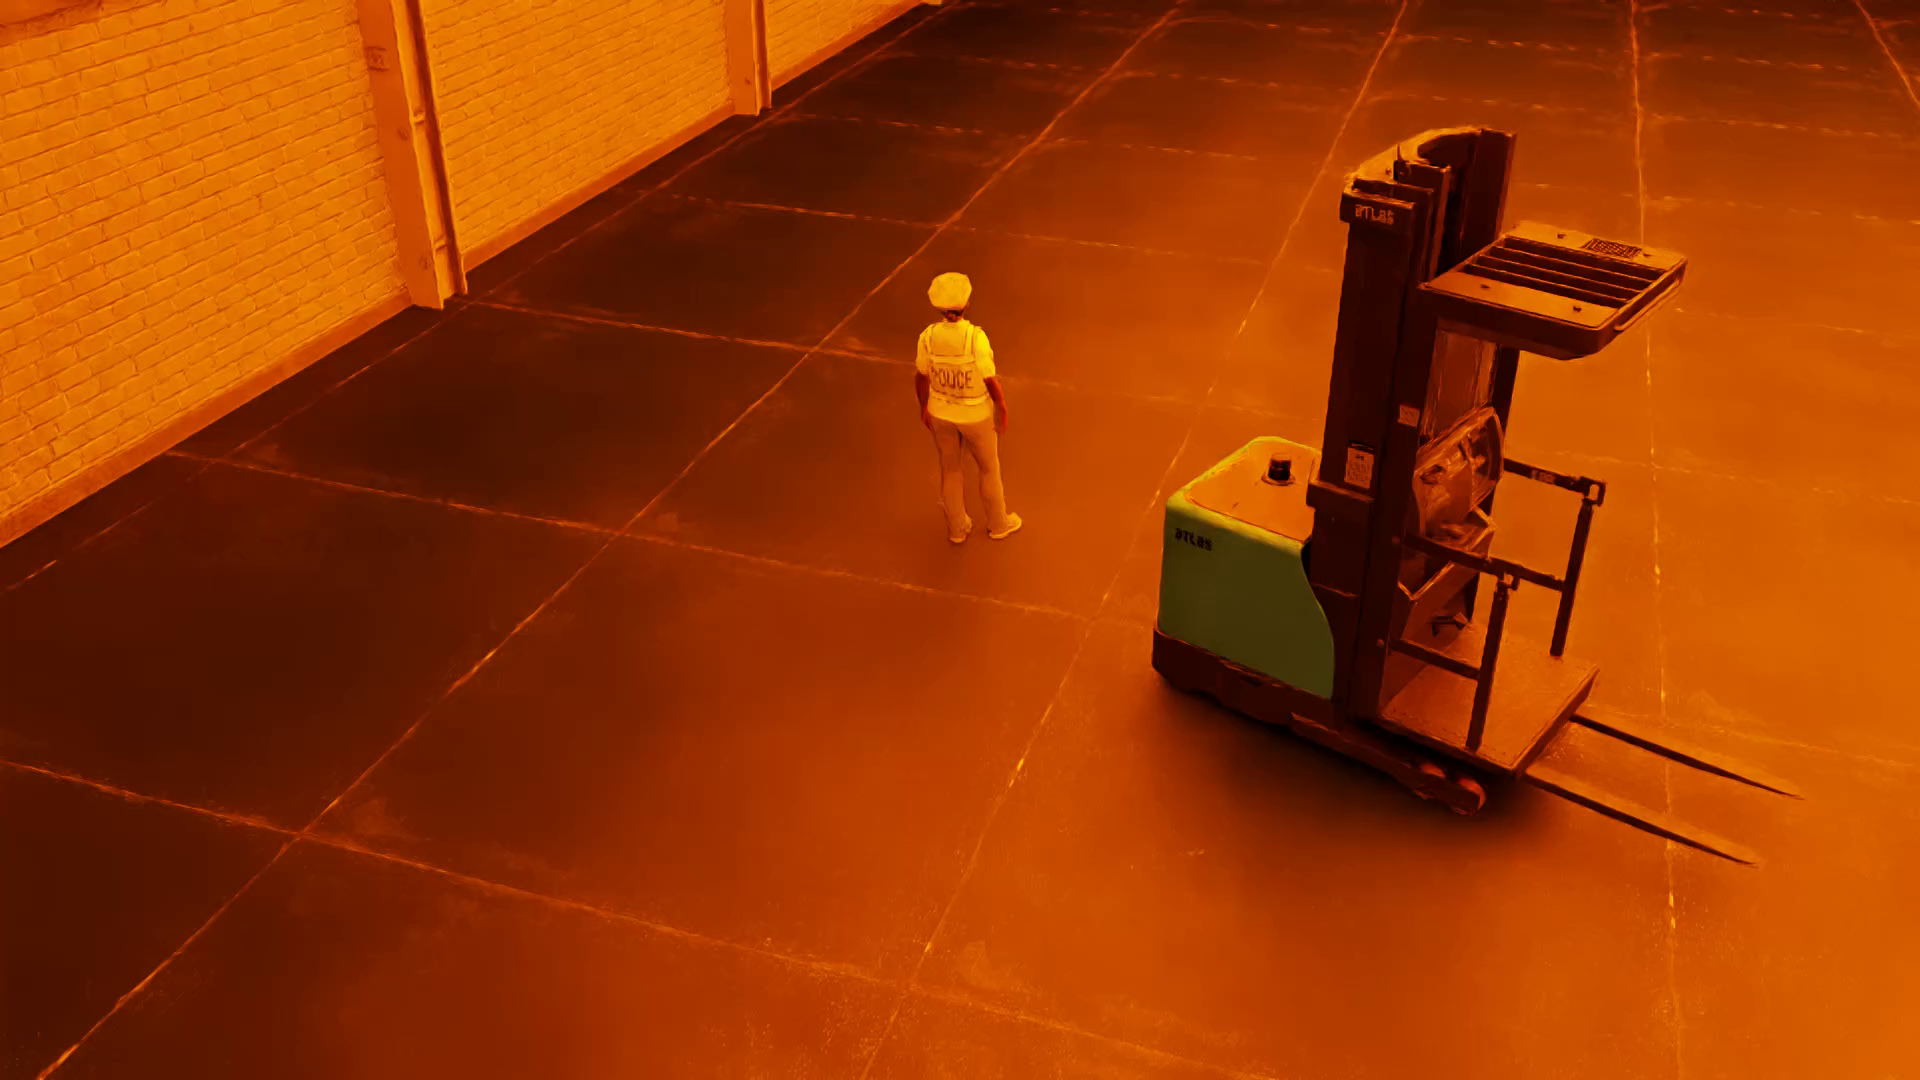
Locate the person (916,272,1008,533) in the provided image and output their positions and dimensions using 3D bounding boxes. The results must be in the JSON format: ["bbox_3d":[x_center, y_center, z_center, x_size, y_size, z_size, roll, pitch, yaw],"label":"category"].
[{"bbox_3d":[0.012,-0.772,9.660,0.512,1.627,0.393,10,31,16],"label":"person"}]

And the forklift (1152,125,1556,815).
[{"bbox_3d":[2.478,-0.277,7.623,3.031,2.935,1.130,22,36,33],"label":"forklift"}]
